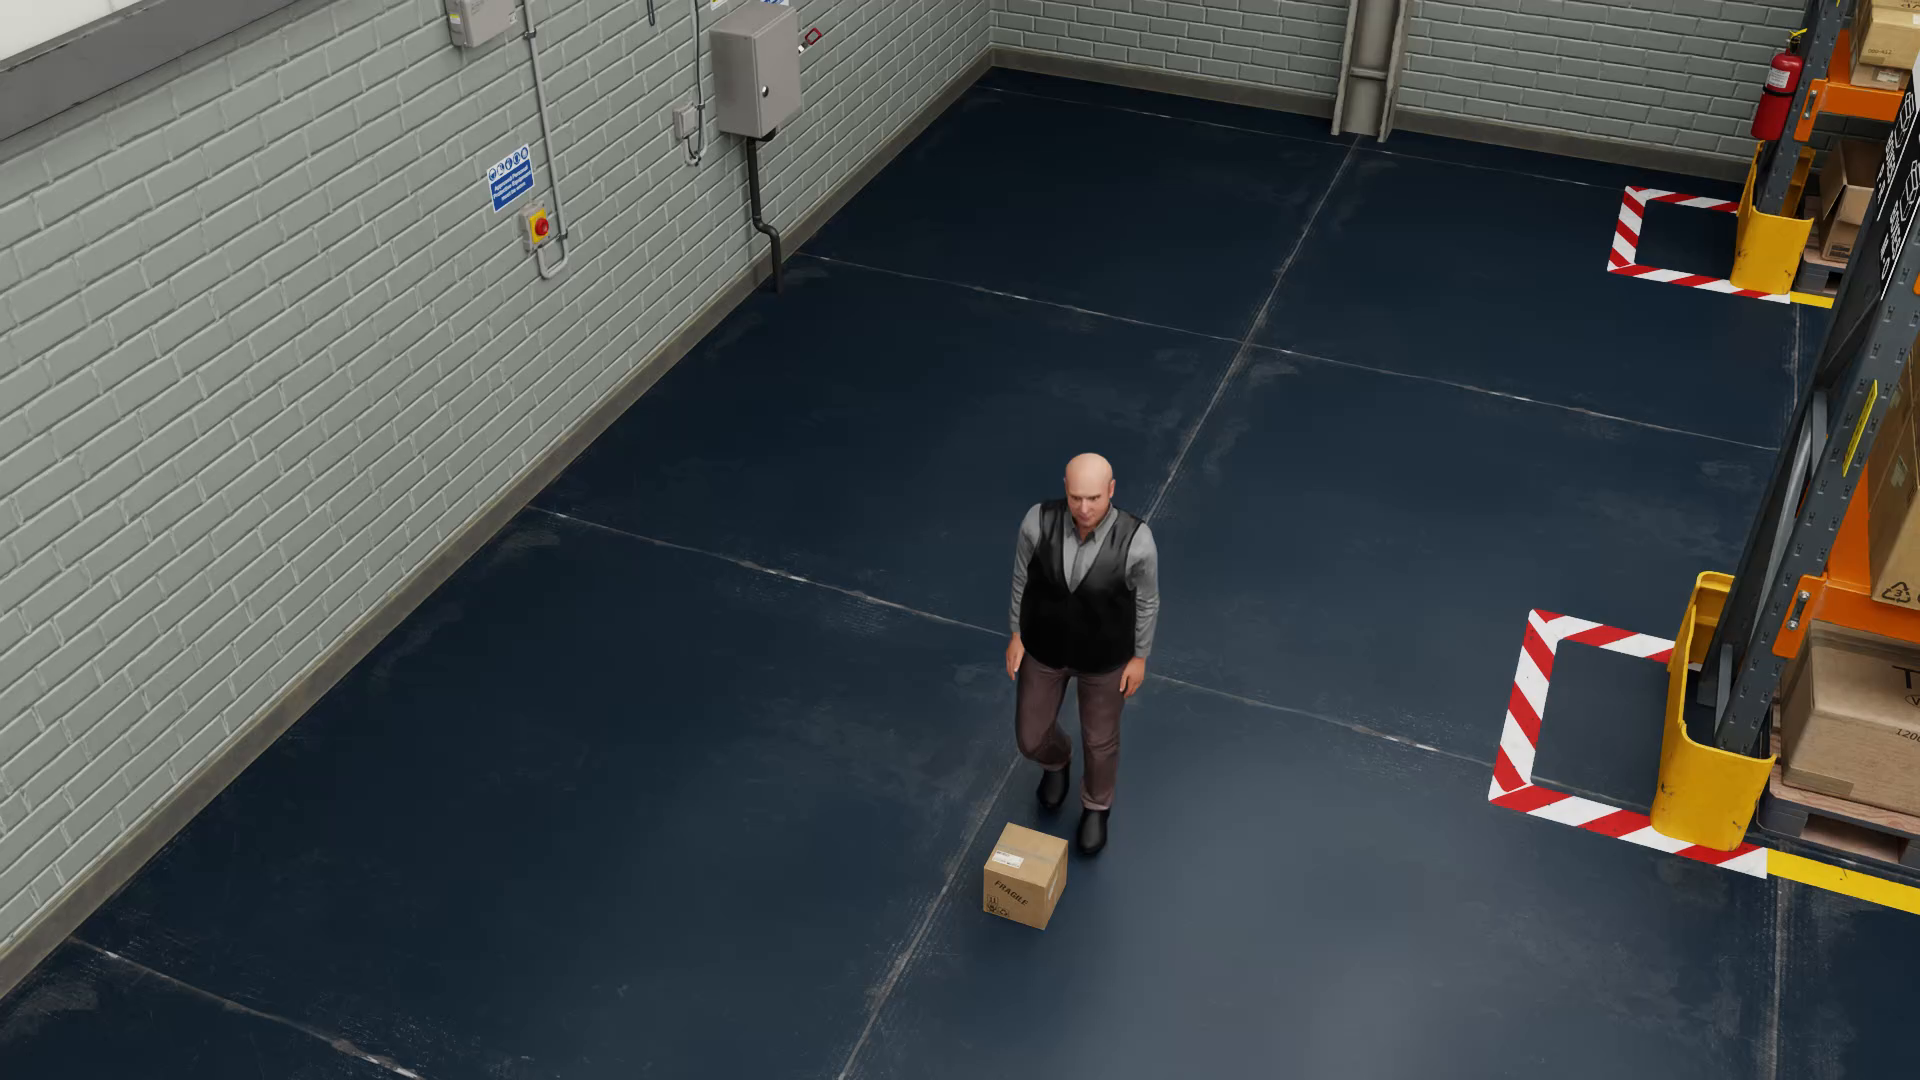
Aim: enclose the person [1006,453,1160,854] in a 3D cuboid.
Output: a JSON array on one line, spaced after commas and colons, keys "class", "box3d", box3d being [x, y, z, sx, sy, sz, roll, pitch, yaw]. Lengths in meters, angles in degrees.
[{"class": "person", "box3d": [0.450, 0.422, 6.264, 0.554, 1.728, 0.439, 10, 38, 13]}]
